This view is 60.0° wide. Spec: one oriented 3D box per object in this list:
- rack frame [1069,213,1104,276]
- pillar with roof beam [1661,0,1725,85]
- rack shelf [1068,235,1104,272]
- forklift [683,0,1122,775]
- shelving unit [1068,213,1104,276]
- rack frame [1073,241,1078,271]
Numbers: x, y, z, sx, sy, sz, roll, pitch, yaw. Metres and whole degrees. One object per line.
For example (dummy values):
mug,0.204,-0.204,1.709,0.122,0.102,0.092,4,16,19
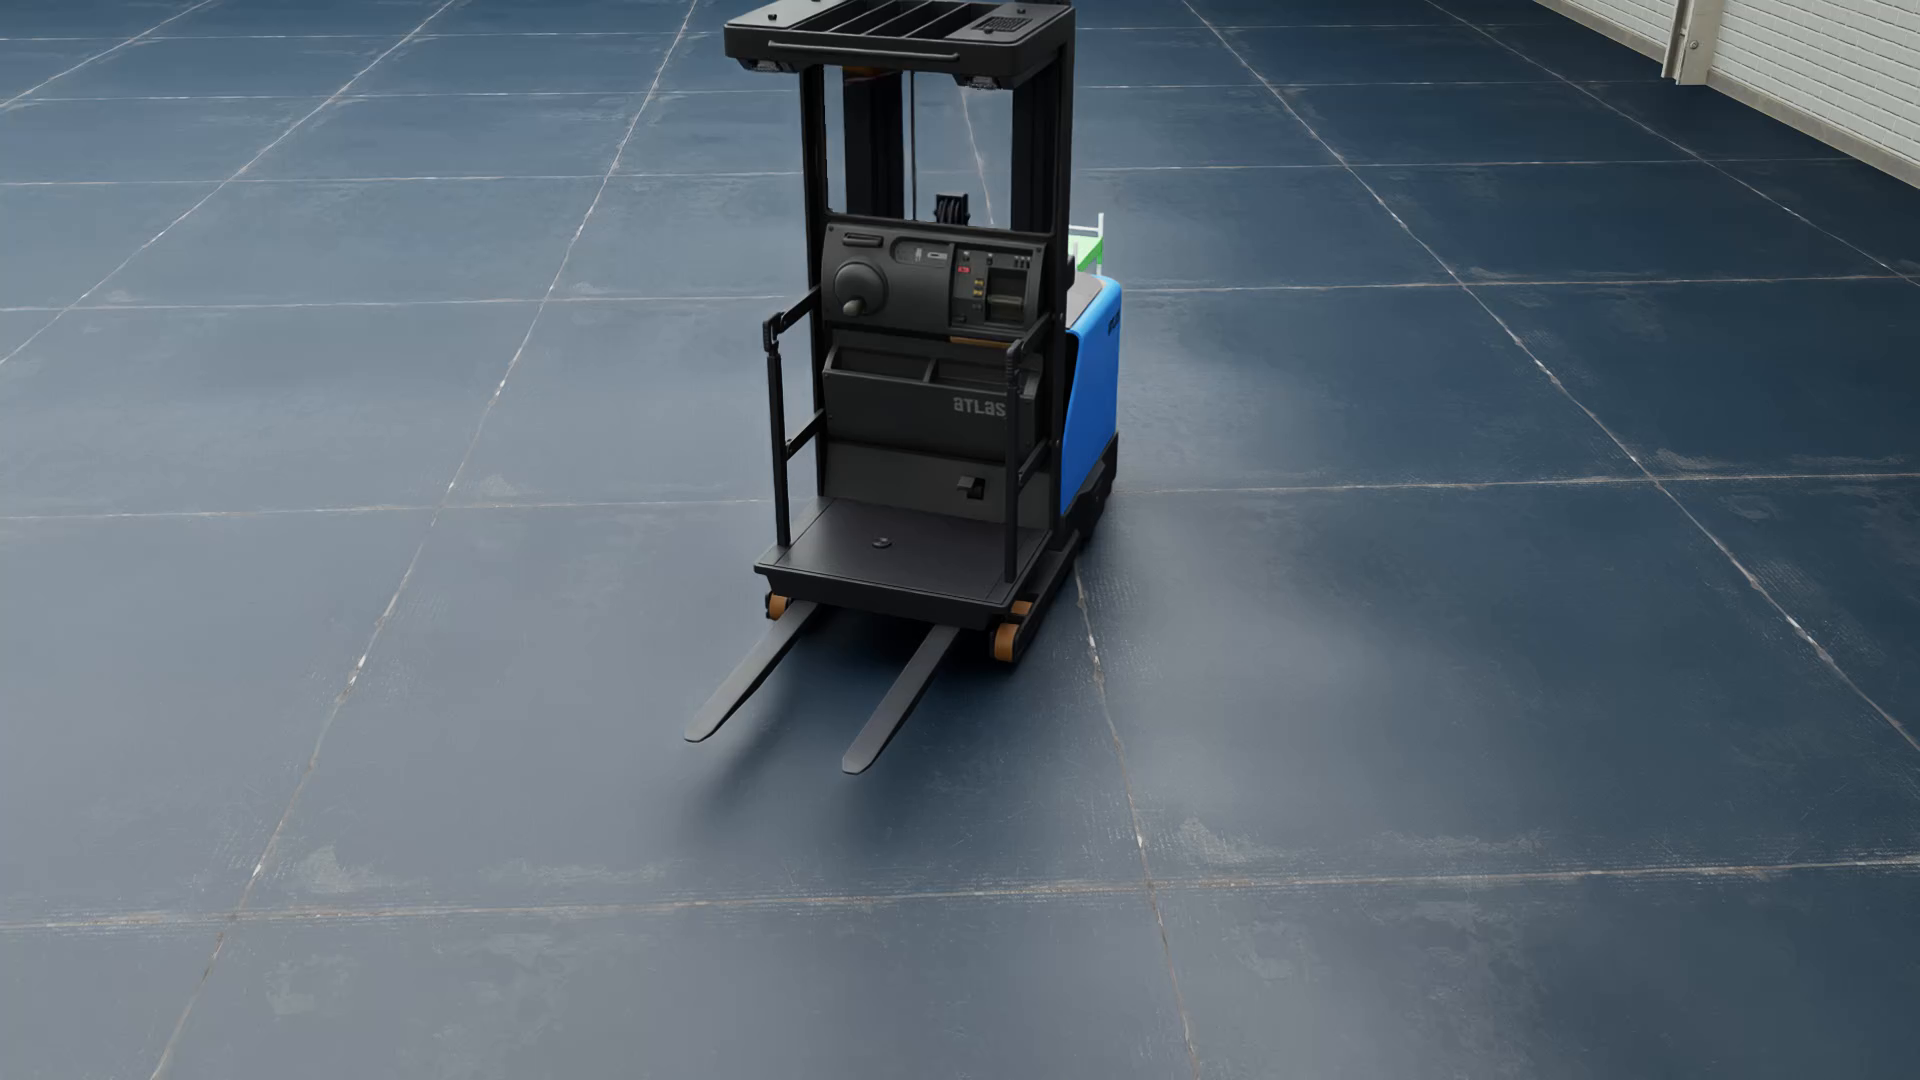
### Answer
rack frame,0.599,-1.106,8.574,0.240,1.200,0.015,9,29,17
pillar with roof beam,2.885,-8.444,14.210,9.100,9.000,0.400,-1,28,-3
rack shelf,0.521,-1.368,8.176,0.258,0.148,0.480,9,29,17
forklift,-0.183,-1.008,6.514,1.130,2.935,3.031,9,29,17
shelving unit,0.521,-0.999,8.369,0.258,1.200,0.503,9,29,17
rack frame,0.443,-0.893,8.164,0.240,1.200,0.015,9,29,17
